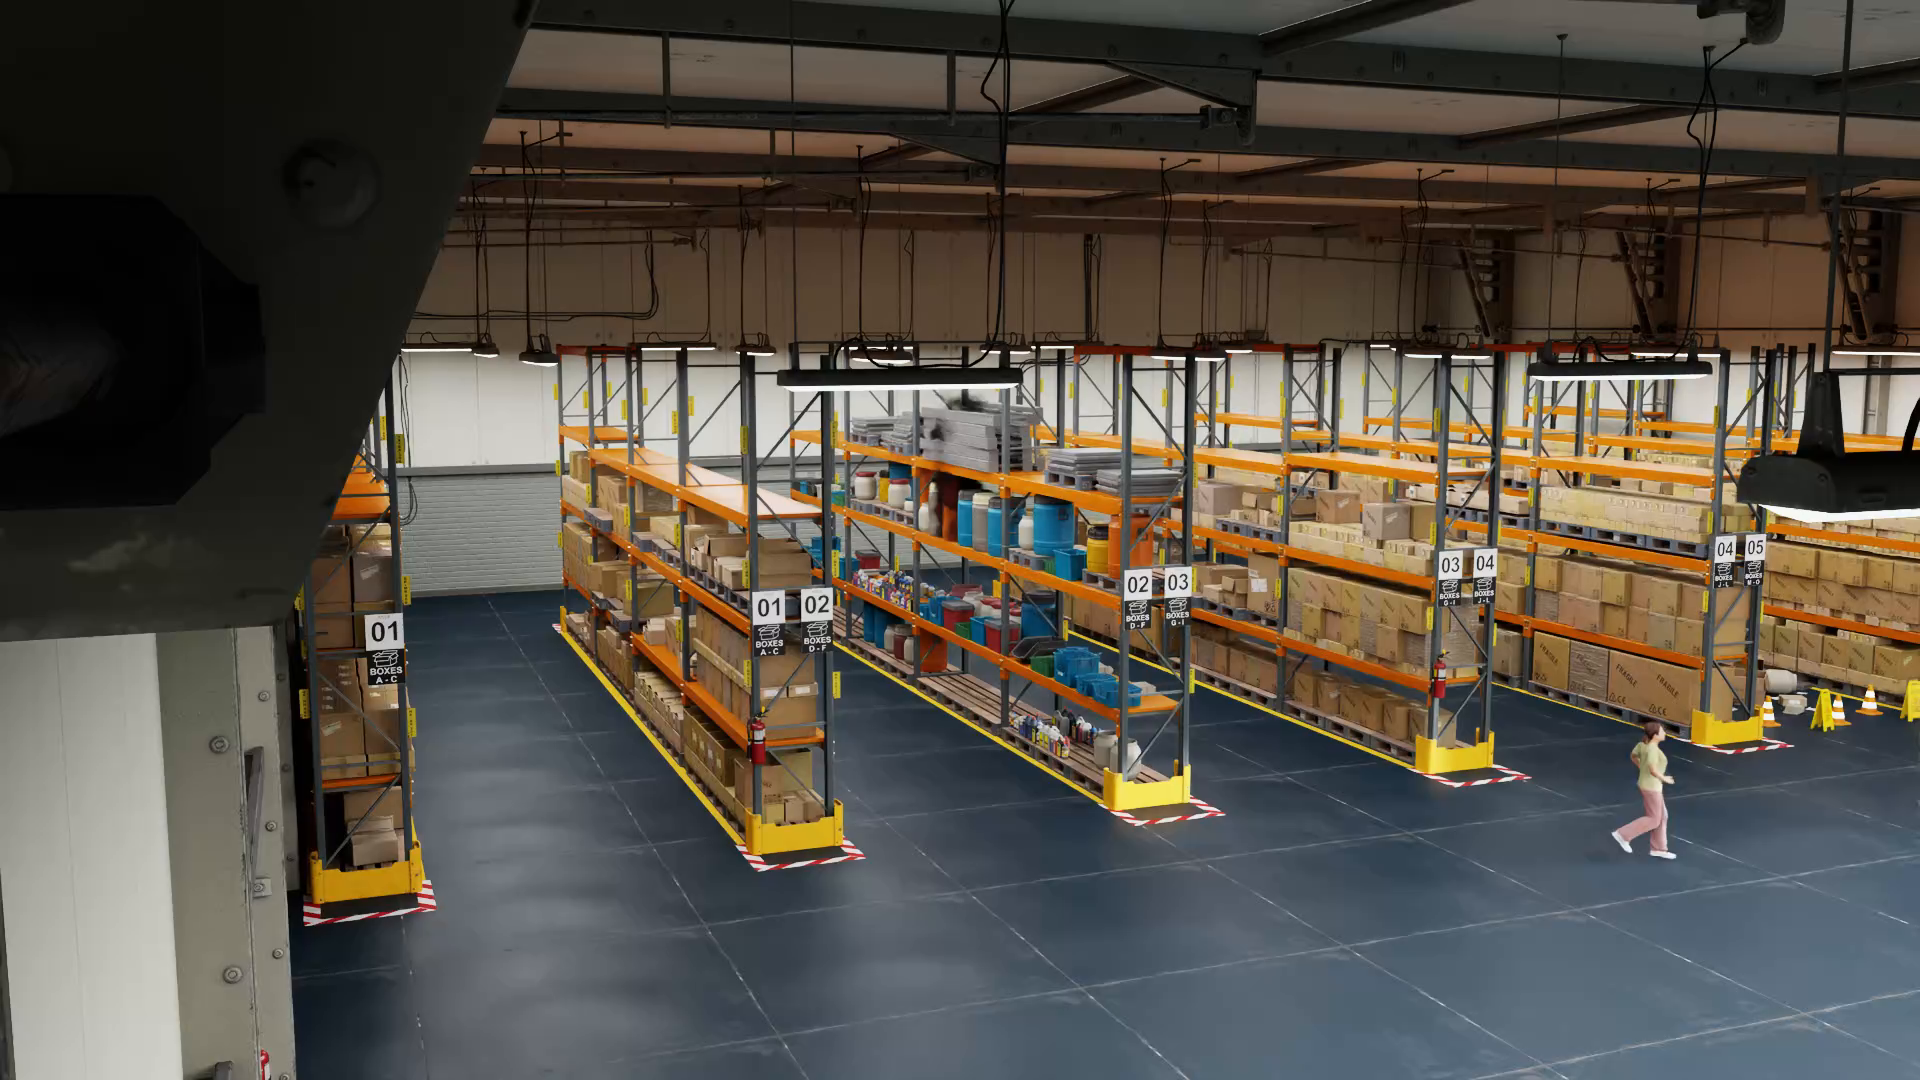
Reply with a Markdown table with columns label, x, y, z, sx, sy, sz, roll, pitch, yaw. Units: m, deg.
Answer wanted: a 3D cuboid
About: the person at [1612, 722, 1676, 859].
| label | x | y | z | sx | sy | sz | roll | pitch | yaw |
| --- | --- | --- | --- | --- | --- | --- | --- | --- | --- |
| person | 8.224 | 2.994 | 19.930 | 0.771 | 1.668 | 0.602 | 1 | 7 | 7 |
